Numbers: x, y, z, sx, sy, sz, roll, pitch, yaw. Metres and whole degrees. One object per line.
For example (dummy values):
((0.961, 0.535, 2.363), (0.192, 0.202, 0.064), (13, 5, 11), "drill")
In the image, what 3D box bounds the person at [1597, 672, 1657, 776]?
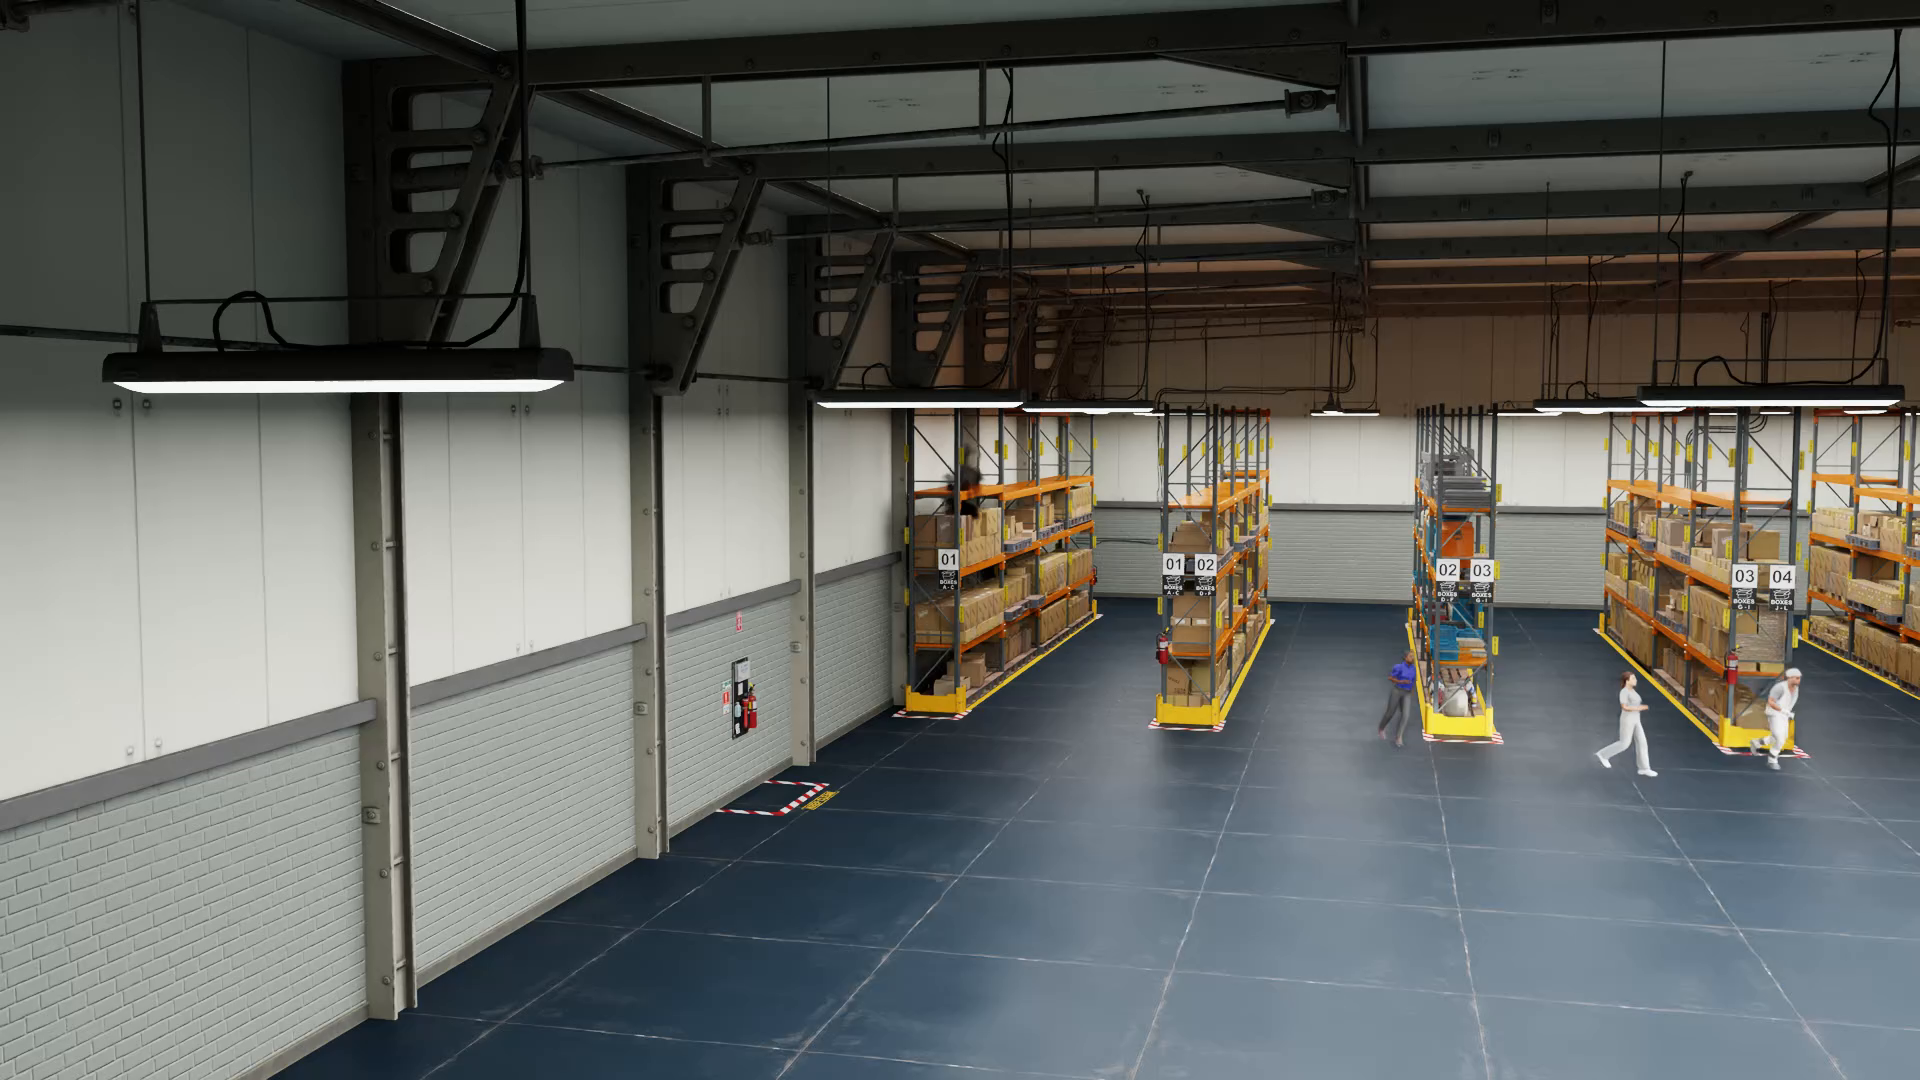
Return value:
((10.757, 2.930, 26.752), (0.937, 1.645, 0.576), (4, 6, 44), "person")

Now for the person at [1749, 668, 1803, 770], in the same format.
((13.422, 2.910, 27.315), (0.677, 1.695, 0.881), (-2, 5, -28), "person")

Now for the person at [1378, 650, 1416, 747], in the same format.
((7.821, 2.769, 29.391), (0.614, 1.655, 0.830), (-1, 4, -10), "person")
